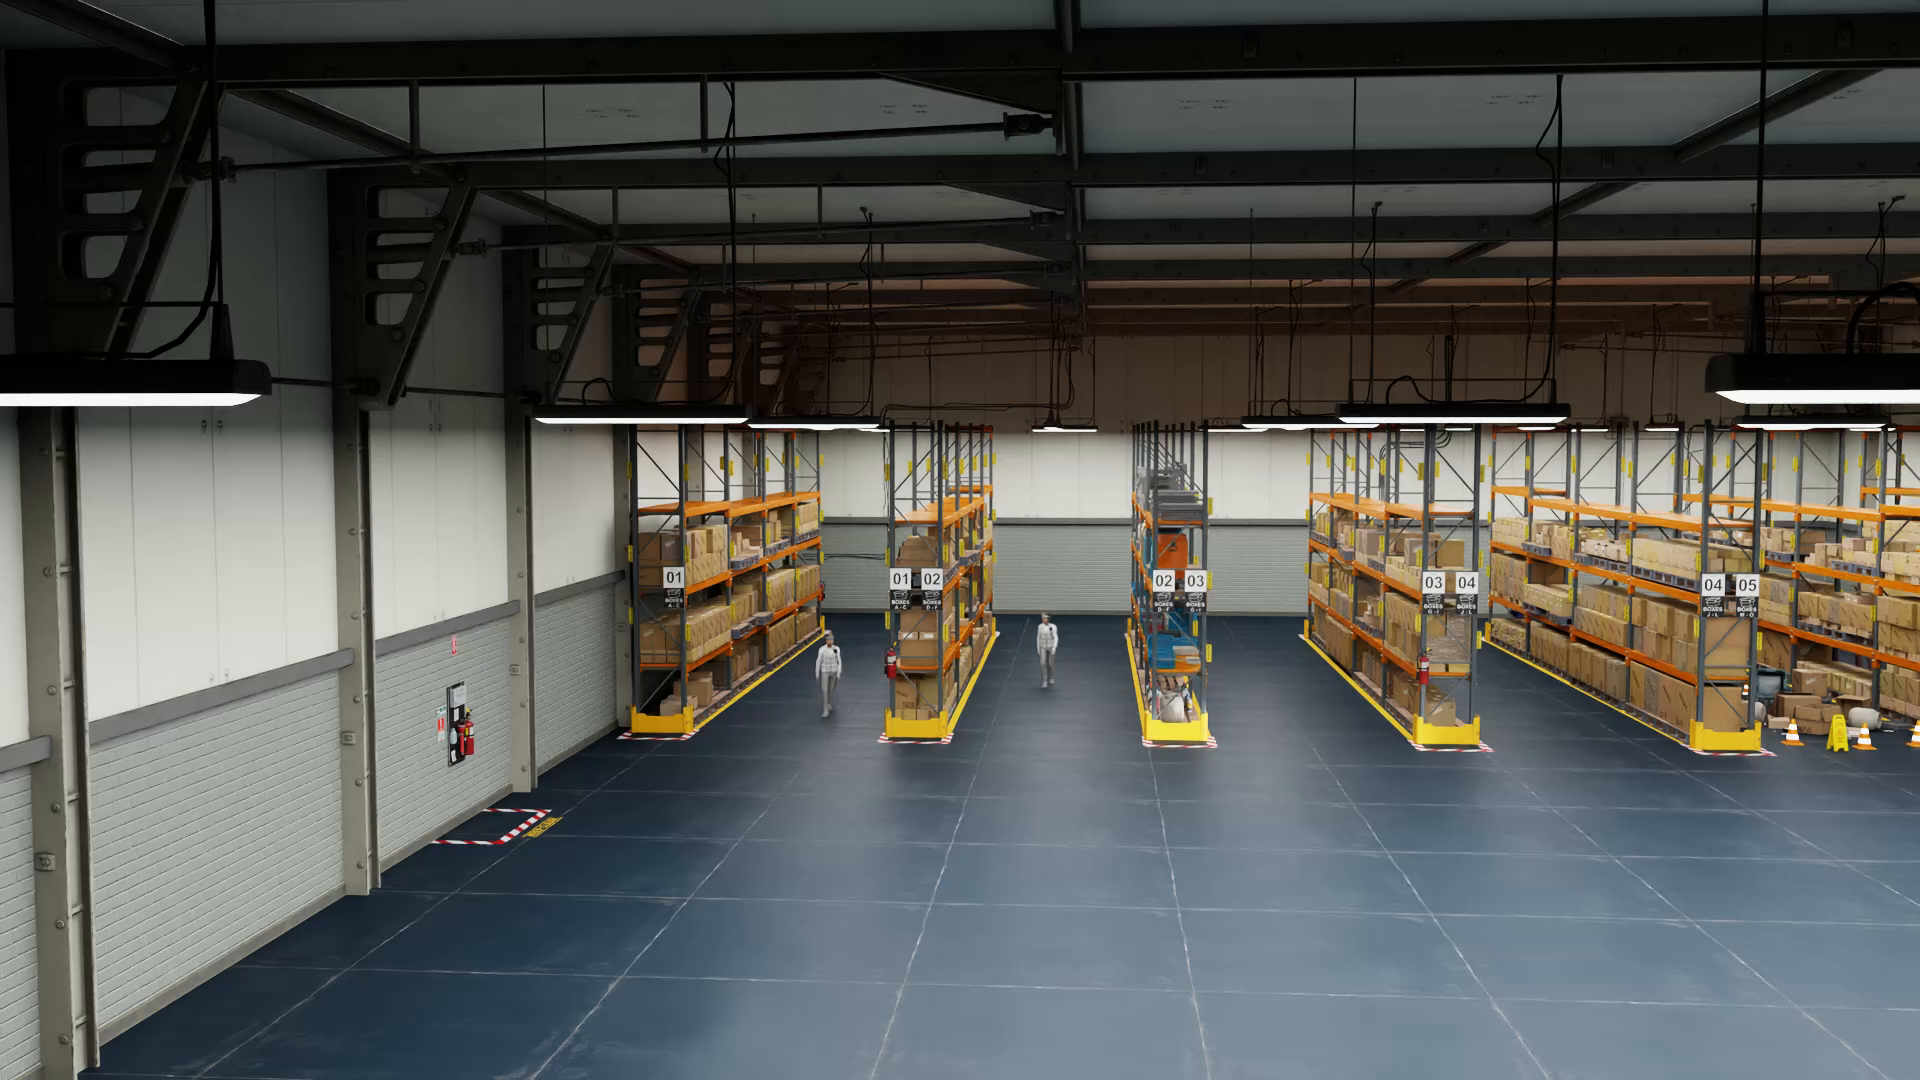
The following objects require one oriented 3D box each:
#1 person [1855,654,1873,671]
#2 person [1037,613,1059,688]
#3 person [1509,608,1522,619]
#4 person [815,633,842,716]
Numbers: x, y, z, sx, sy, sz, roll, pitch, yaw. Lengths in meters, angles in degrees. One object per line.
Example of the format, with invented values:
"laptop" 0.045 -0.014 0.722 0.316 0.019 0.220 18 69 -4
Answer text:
"person" 21.411 2.398 39.373 0.461 1.616 0.905 1 4 18
"person" 1.995 2.504 37.964 0.510 1.709 0.732 1 4 11
"person" 16.552 1.775 49.199 0.520 1.635 0.484 -3 5 -38
"person" -2.672 2.722 34.112 0.512 1.642 0.895 -1 4 -21
